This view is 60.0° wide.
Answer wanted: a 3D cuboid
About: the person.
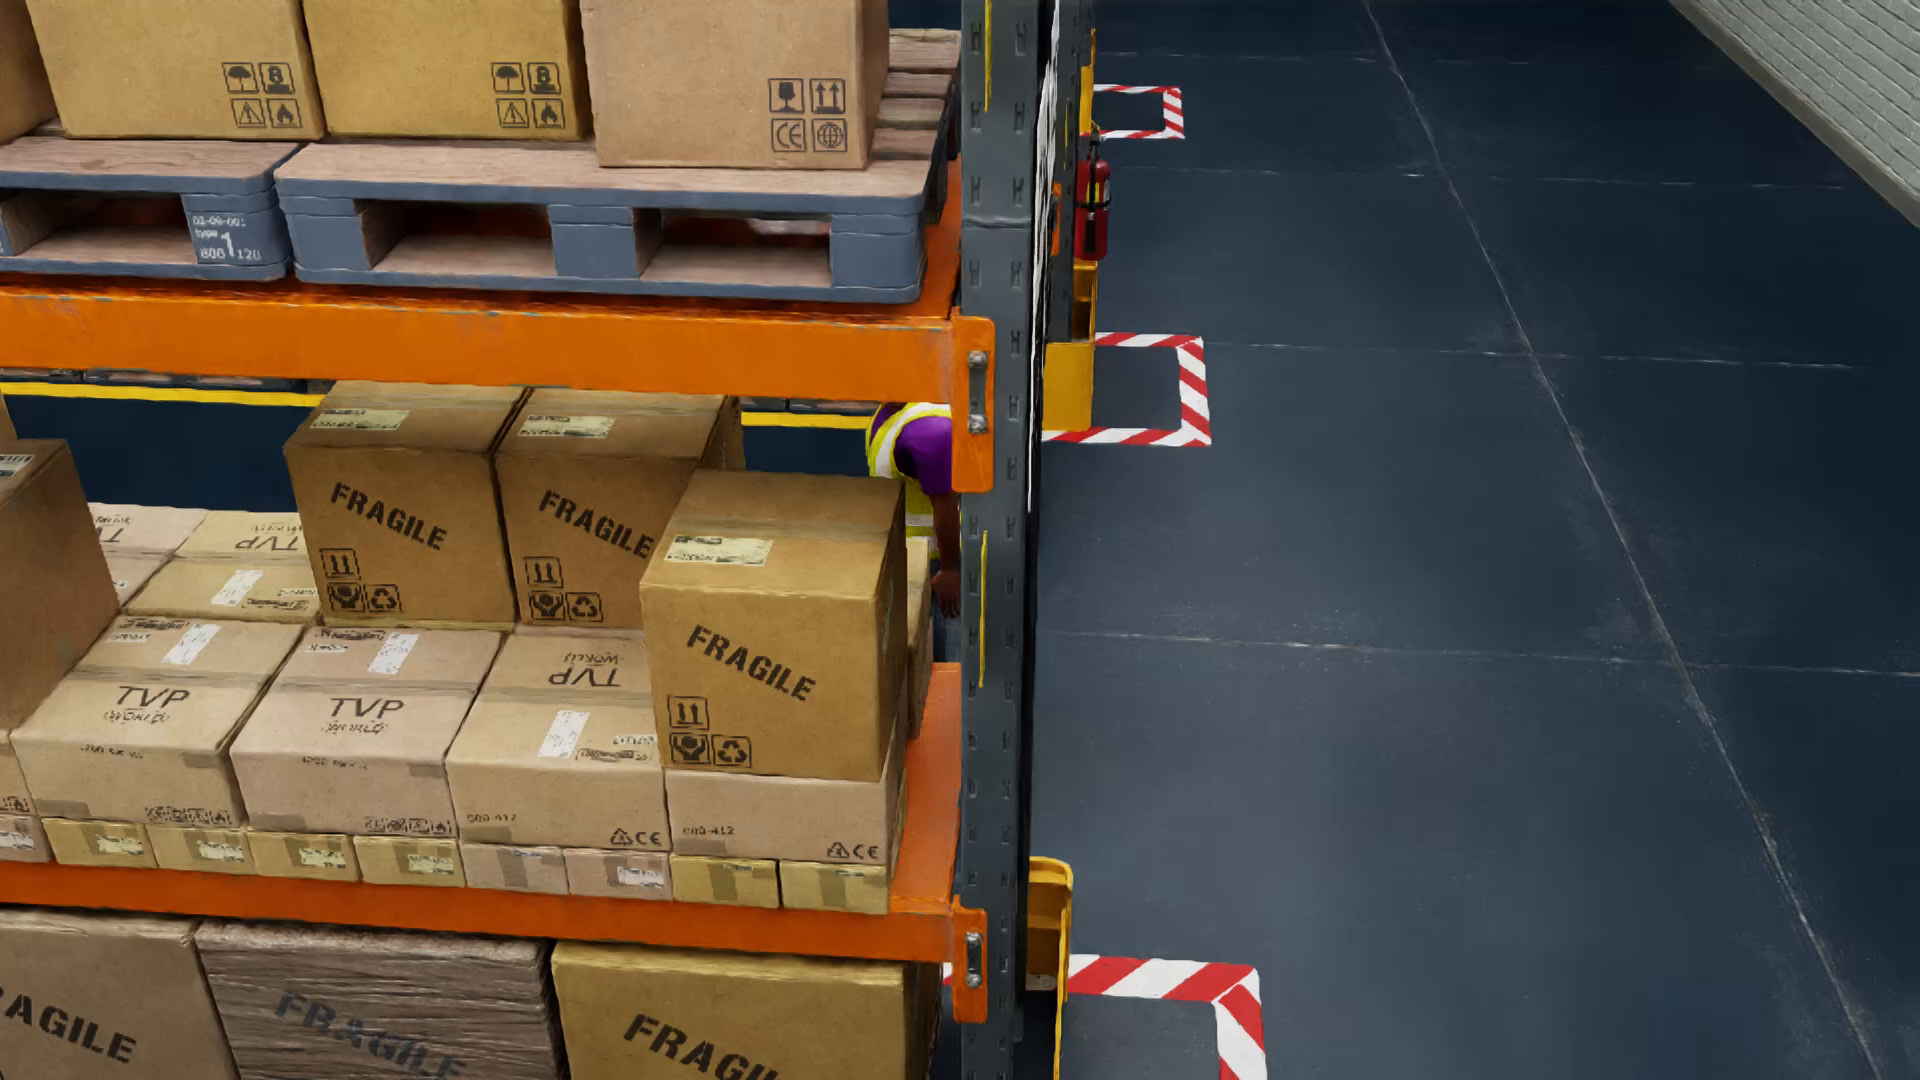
[{"bbox_3d":[-0.222,0.012,6.056,0.465,1.759,0.719,-5,32,-8],"label":"person"}]
